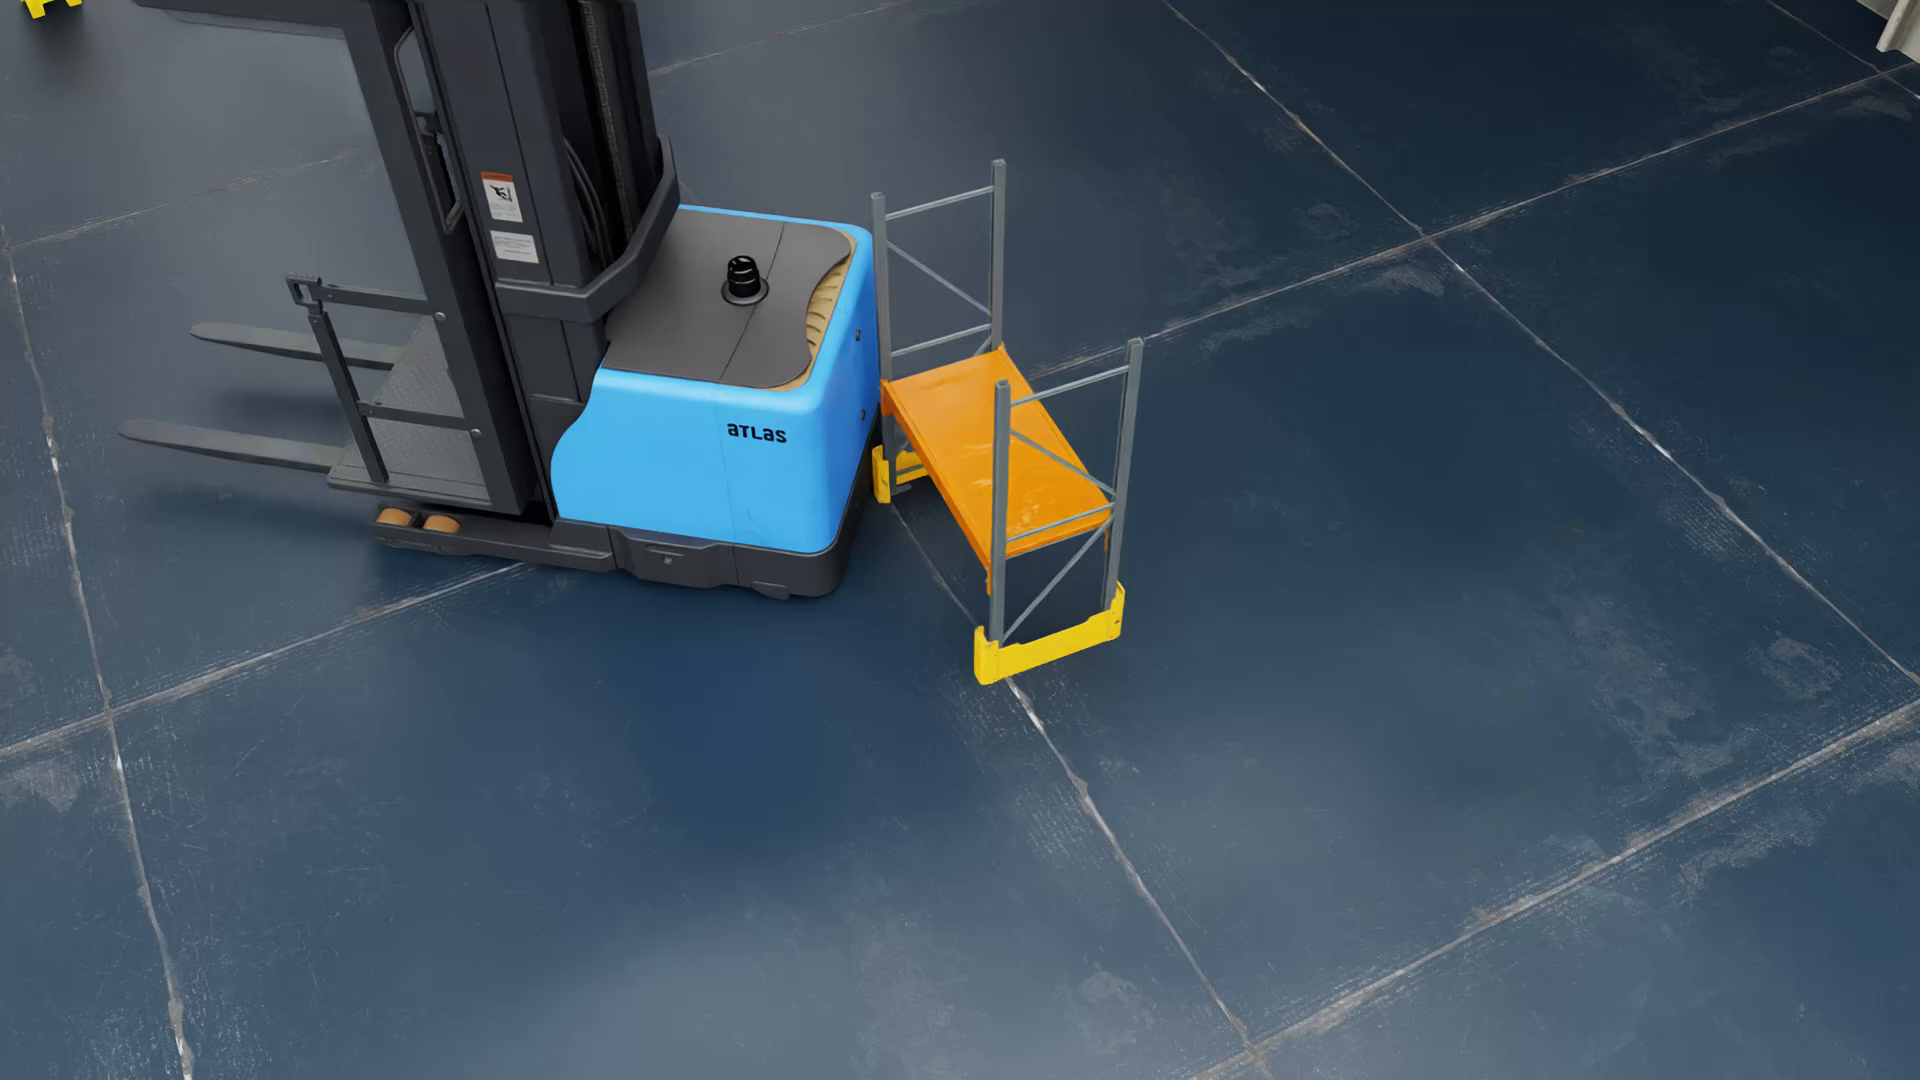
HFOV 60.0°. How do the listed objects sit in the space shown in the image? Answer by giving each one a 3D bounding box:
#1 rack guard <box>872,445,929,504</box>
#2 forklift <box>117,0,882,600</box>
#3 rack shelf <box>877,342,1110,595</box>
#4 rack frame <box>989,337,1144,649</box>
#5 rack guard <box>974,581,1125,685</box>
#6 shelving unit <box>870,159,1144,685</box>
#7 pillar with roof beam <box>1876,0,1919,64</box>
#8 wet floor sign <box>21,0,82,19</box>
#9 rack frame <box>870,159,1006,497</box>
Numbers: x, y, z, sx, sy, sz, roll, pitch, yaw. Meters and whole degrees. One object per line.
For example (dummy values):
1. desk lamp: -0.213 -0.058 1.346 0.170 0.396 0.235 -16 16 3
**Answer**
1. rack guard: -0.073 -0.342 6.775 0.587 0.250 0.087 -19 51 -16
2. forklift: -1.866 -1.287 5.821 3.031 2.935 1.130 8 49 7
3. rack shelf: 0.133 -0.286 6.135 0.538 0.185 1.000 -19 51 -16
4. rack frame: -3.430 -5.644 10.383 1.457 1.800 16.425 -19 51 -16
5. rack guard: 0.332 0.343 6.176 0.587 0.250 0.087 -19 51 -16
6. shelving unit: -3.408 -5.648 10.387 1.500 1.800 16.433 -19 51 -16
7. pillar with roof beam: 1.334 -4.058 4.213 9.100 9.000 0.400 -21 52 -18
8. wet floor sign: -5.060 -3.207 9.019 0.267 0.644 0.232 -30 55 -23
9. rack frame: -0.074 -0.754 6.306 0.500 1.500 0.032 -19 51 -16
